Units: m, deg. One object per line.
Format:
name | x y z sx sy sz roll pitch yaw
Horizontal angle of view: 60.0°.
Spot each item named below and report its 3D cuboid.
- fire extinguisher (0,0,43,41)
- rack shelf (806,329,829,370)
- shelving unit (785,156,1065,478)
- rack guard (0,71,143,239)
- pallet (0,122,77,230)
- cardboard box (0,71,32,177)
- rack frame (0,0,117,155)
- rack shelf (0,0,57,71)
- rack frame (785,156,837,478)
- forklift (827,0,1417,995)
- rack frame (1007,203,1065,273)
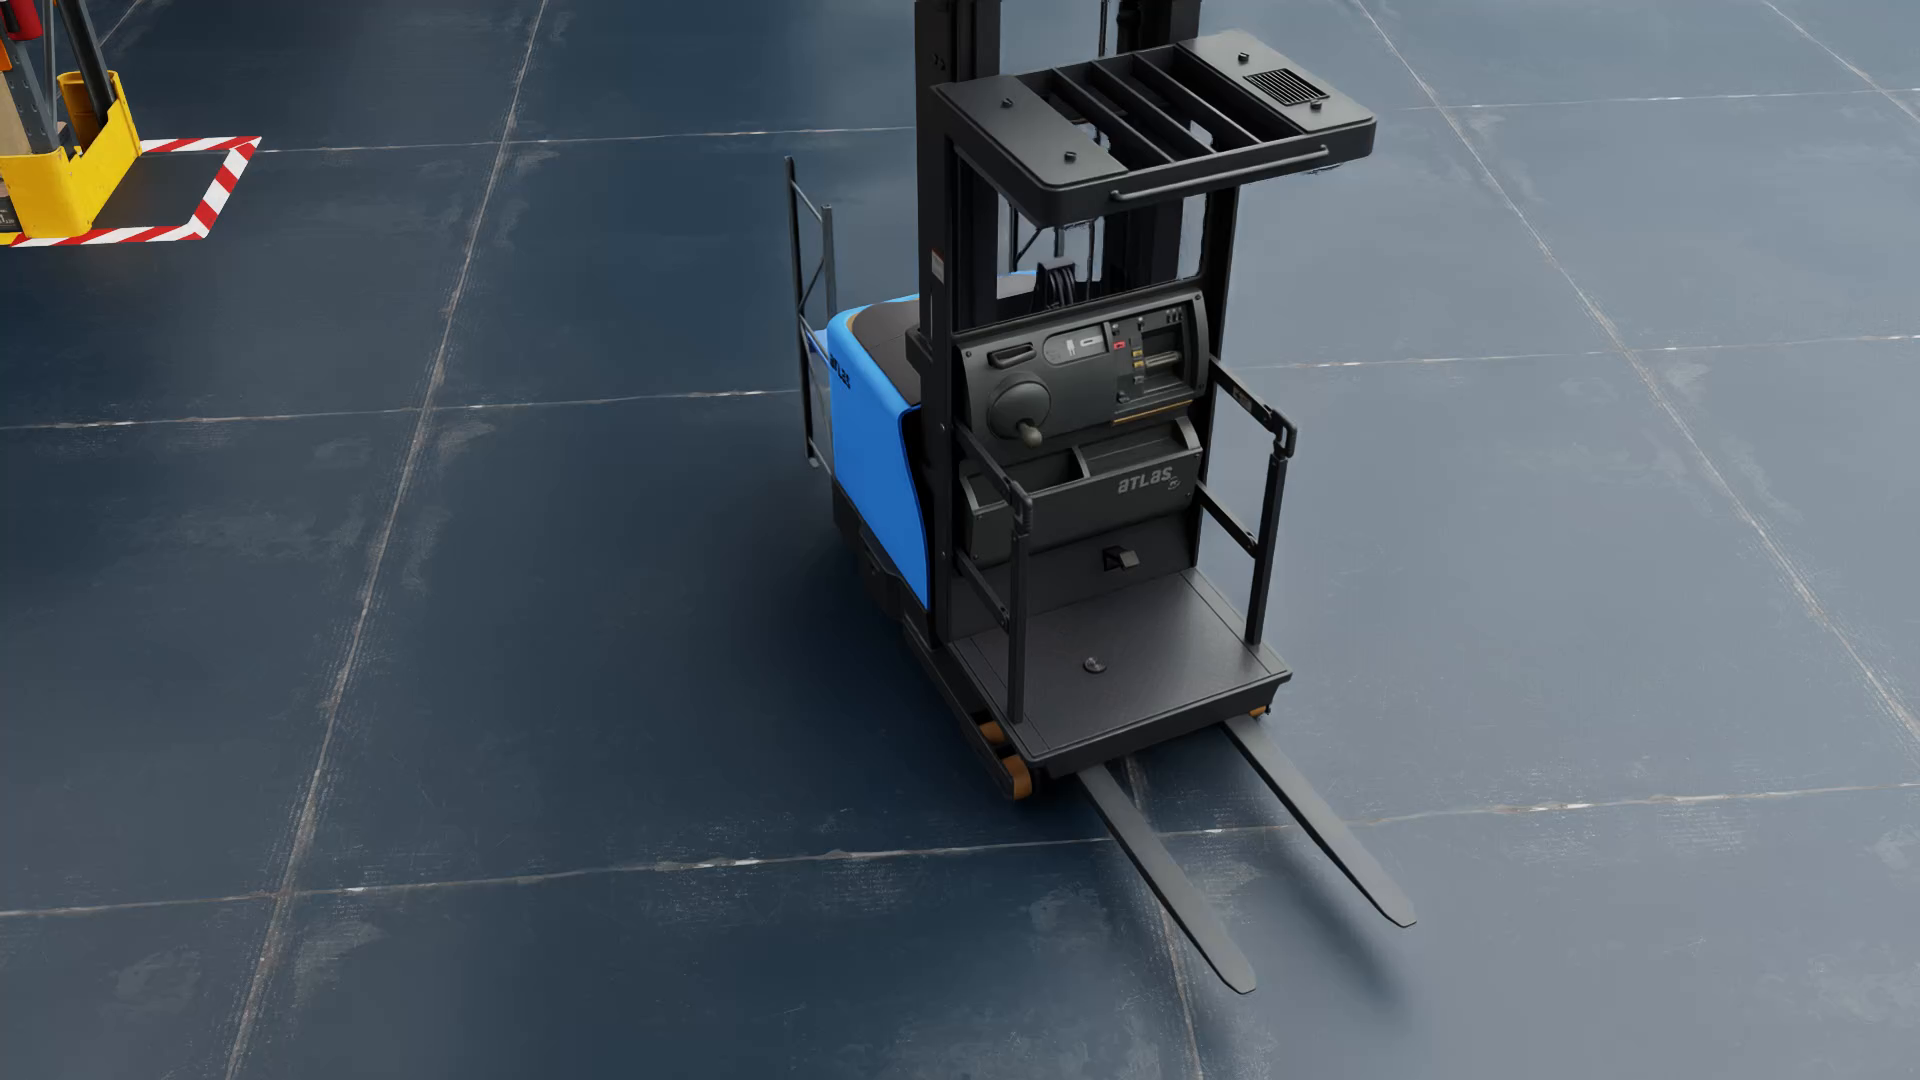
fire extinguisher | -4.957 -2.944 8.623 0.183 0.674 0.296 -3 38 -4
rack shelf | -0.141 -0.826 7.376 1.000 0.185 0.538 -15 41 -18
shelving unit | -0.141 -0.967 7.265 1.048 1.500 0.538 -15 41 -18
rack guard | -5.187 -2.267 9.720 0.348 0.500 1.175 -3 38 -4
pallet | -6.000 -2.131 9.781 1.213 0.211 1.003 -3 38 -4
cardboard box | -5.735 -2.412 9.565 0.500 0.500 0.500 4 38 4
rack frame | -5.112 -3.253 8.951 0.127 3.000 1.000 -3 38 -4
rack shelf | -7.104 -2.861 9.035 4.000 0.370 1.077 -3 38 -4
rack frame | -0.609 -0.844 7.109 0.032 1.500 0.500 -15 41 -18
forklift | 0.529 -0.514 5.535 1.130 2.935 3.031 -16 41 -19
rack frame | 0.327 -1.090 7.420 0.032 1.500 0.500 -15 41 -18
